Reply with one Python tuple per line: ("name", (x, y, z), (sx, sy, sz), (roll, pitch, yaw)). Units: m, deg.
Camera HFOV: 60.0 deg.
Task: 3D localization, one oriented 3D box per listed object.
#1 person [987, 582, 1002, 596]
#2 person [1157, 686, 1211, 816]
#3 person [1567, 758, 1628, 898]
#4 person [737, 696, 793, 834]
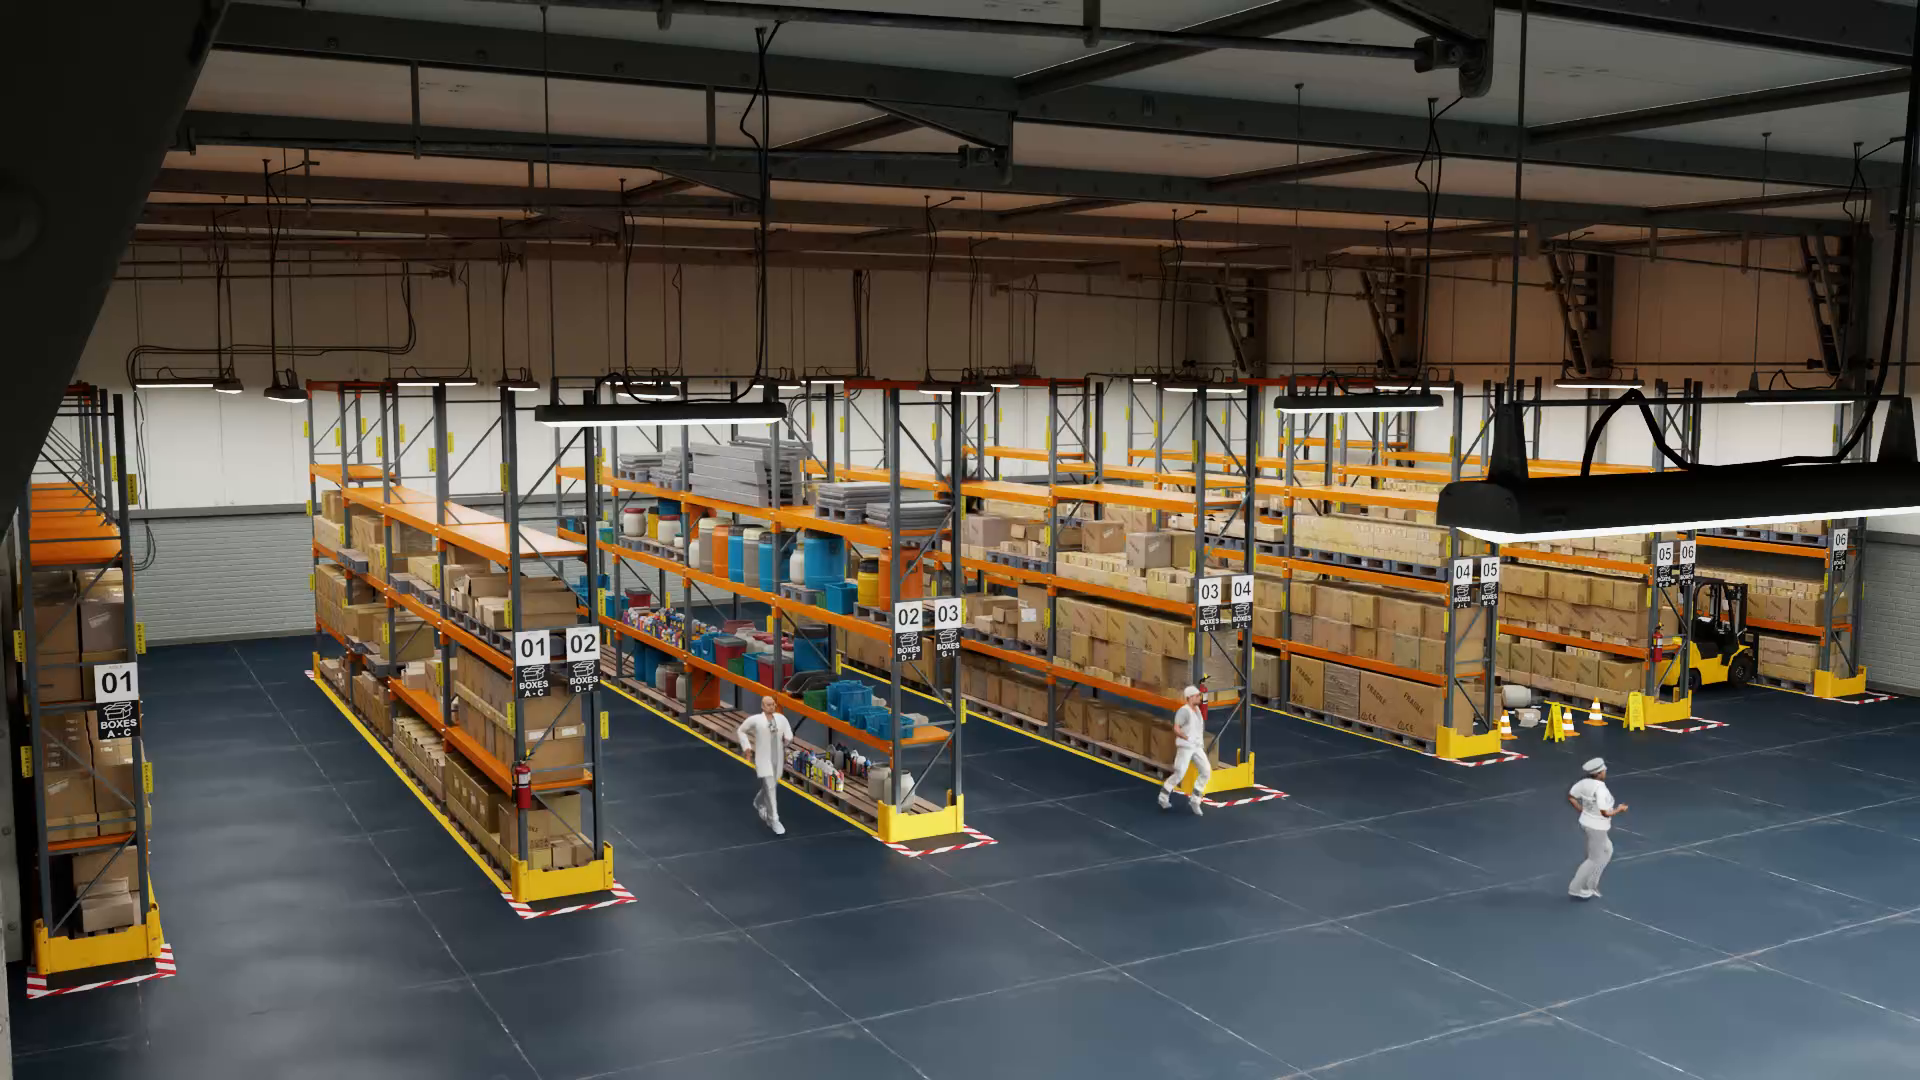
("person", (0.877, 1.015, 42.200), (0.573, 1.687, 0.728), (4, 7, 30))
("person", (3.241, 2.961, 23.537), (0.697, 1.801, 0.718), (6, 8, 42))
("person", (7.520, 3.415, 19.630), (0.667, 1.728, 0.558), (0, 6, -3))
("person", (-2.609, 3.011, 22.659), (0.692, 1.795, 0.992), (-5, 8, -37))
